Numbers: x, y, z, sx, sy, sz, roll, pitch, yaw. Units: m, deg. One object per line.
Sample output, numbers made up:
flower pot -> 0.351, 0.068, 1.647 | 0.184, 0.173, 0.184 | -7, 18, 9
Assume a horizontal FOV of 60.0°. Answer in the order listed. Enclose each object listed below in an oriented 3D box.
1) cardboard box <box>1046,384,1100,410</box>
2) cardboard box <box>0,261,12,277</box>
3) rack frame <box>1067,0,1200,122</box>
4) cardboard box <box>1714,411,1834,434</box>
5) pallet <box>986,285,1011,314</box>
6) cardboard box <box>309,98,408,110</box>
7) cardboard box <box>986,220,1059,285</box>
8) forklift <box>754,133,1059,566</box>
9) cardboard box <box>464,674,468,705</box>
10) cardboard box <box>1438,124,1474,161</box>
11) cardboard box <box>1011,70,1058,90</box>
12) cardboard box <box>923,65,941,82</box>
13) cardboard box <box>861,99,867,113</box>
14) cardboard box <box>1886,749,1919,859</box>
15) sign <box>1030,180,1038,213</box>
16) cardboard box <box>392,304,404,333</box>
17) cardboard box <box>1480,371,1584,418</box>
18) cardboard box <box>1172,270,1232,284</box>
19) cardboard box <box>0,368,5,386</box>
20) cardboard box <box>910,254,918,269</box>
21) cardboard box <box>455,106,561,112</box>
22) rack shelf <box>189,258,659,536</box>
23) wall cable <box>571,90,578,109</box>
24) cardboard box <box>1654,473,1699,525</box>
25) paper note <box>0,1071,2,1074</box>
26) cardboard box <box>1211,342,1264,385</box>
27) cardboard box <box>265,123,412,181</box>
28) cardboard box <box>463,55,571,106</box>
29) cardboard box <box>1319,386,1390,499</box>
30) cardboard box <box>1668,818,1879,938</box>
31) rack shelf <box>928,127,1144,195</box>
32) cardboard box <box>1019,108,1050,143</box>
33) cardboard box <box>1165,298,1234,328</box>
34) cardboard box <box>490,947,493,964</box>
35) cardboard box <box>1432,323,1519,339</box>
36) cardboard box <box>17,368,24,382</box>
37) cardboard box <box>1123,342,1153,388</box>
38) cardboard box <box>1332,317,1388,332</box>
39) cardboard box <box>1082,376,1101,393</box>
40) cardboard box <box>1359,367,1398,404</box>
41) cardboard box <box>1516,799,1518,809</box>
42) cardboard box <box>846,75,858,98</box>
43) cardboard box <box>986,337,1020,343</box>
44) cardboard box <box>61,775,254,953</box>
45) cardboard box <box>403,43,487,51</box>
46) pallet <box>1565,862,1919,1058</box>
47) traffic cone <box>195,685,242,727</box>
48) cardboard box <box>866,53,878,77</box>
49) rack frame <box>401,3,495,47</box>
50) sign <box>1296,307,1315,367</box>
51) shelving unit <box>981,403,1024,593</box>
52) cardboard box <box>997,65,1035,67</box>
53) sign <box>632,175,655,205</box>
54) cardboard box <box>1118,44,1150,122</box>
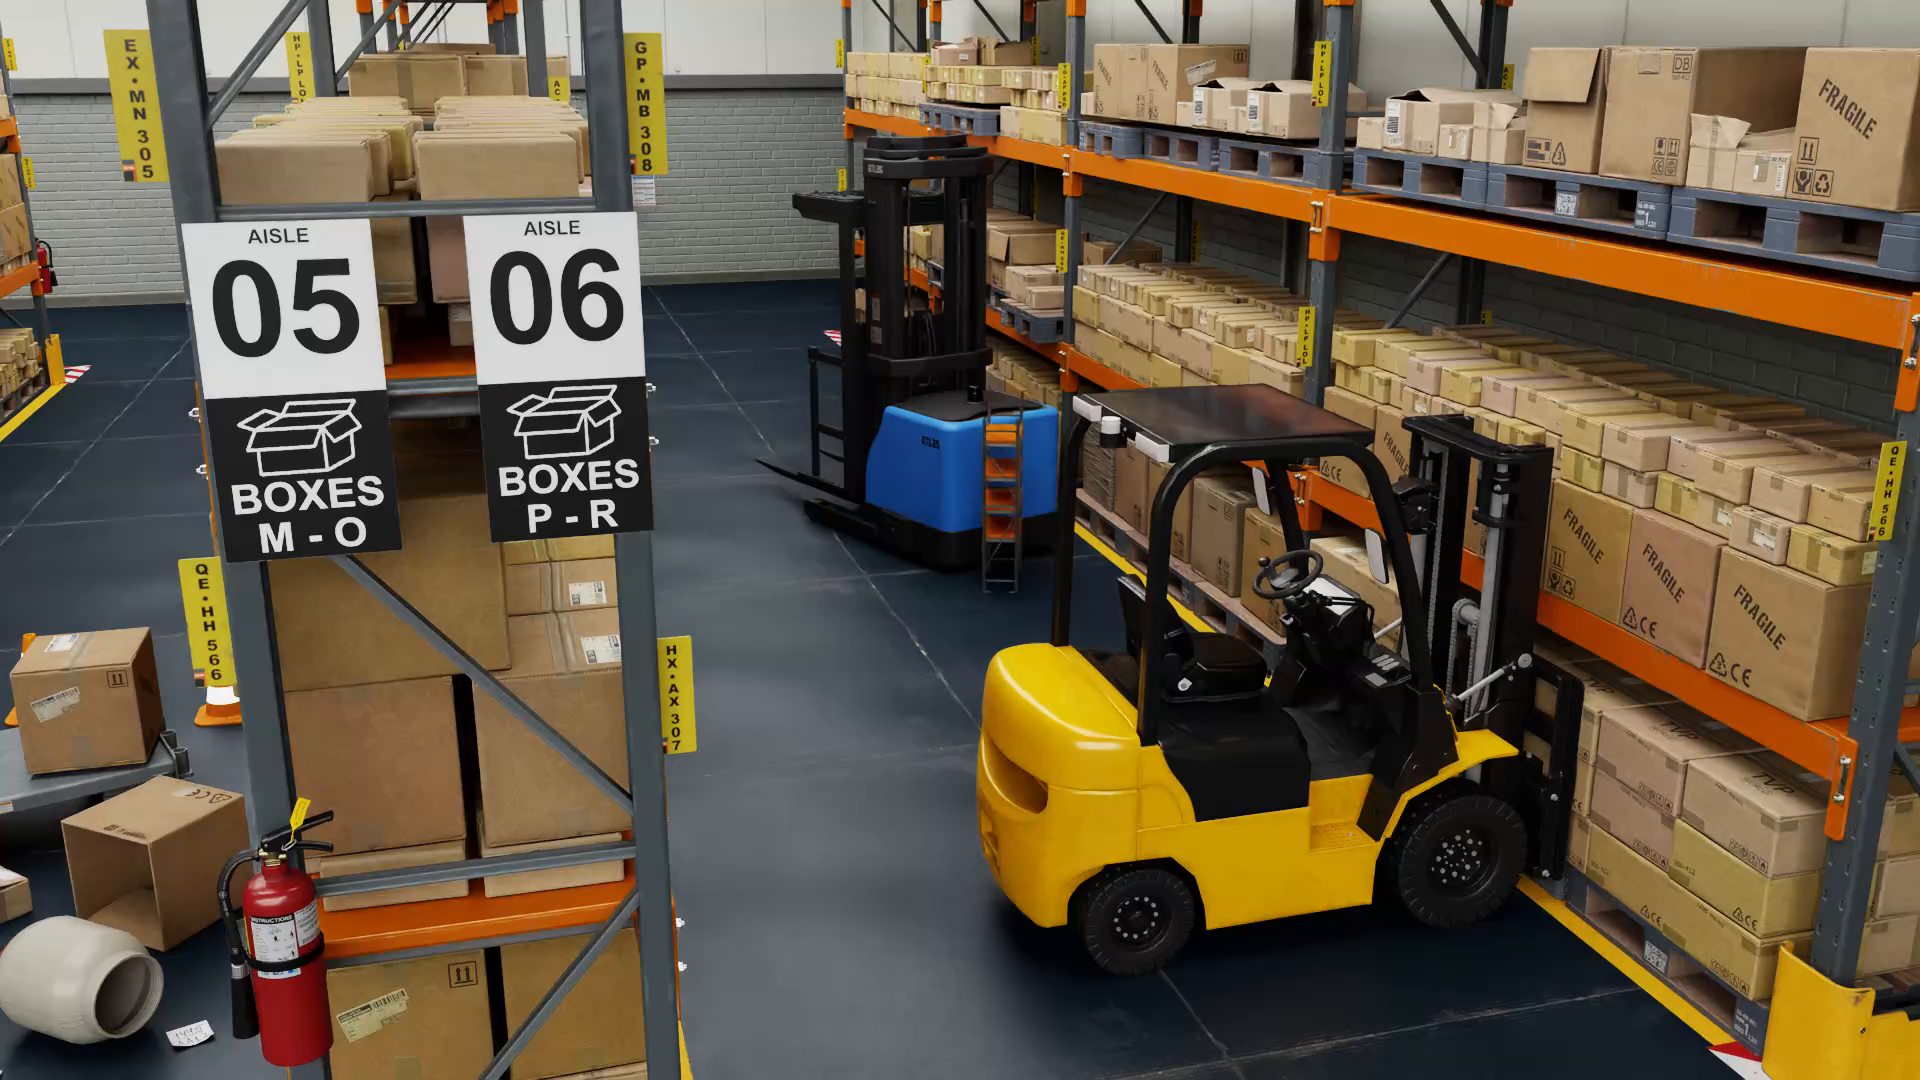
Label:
cardboard box -> 0.922, -1.170, 13.622 | 0.380, 0.149, 0.250 | -6, 18, -18
cardboard box -> -9.831, -2.743, 16.805 | 0.380, 0.149, 0.250 | -4, 17, -14
rack frame -> 1.301, -4.612, 12.165 | 1.000, 3.000, 0.127 | -5, 17, -15
cardboard box -> 3.337, -0.425, 6.833 | 0.380, 0.149, 0.250 | -4, 17, -14
pallet -> 0.763, -2.185, 14.845 | 1.003, 0.211, 1.213 | -5, 17, -15
cardboard box -> -2.499, -1.755, 6.917 | 0.380, 0.149, 0.250 | -4, 17, -14
cardboard box -> 0.478, -2.583, 14.933 | 0.700, 0.500, 0.500 | -5, 17, -16
forklift -> -0.558, -1.584, 12.630 | 1.130, 2.935, 3.031 | -12, 21, -35
cardboard box -> -1.953, 0.271, 5.646 | 0.500, 0.500, 0.500 | -5, 17, -16
cardboard box -> 2.443, -1.837, 7.674 | 0.380, 0.149, 0.250 | -4, 17, -14
cardboard box -> 0.638, -3.798, 13.720 | 0.380, 0.149, 0.250 | -5, 17, -16
cardboard box -> -0.137, -4.436, 15.808 | 0.380, 0.149, 0.250 | -4, 17, -14
cardboard box -> -0.912, -4.942, 18.913 | 0.380, 0.149, 0.250 | -4, 17, -14
cardboard box -> 3.550, 0.963, 6.345 | 0.500, 0.250, 0.500 | -5, 17, -16
sign -> 0.735, -3.445, 16.694 | 0.100, 0.325, 0.005 | -5, 17, -15
cardboard box -> -1.779, -0.668, 4.685 | 0.380, 0.149, 0.250 | -4, 17, -14
cardboard box -> 2.633, -0.672, 7.657 | 0.380, 0.149, 0.250 | -5, 17, -15
cardboard box -> 1.777, -1.884, 12.208 | 0.380, 0.149, 0.250 | -5, 17, -15
cardboard box -> -9.527, -1.562, 16.146 | 0.380, 0.149, 0.250 | -5, 17, -15
cardboard box -> -0.315, -2.934, 17.442 | 0.380, 0.149, 0.250 | -4, 17, -14
cardboard box -> -1.653, -1.514, 6.113 | 0.380, 0.149, 0.250 | -4, 17, -15
rack shelf -> -1.821, -0.778, 5.865 | 1.077, 0.370, 4.000 | -5, 17, -15
wall cable -> -5.880, -5.718, 24.509 | 0.588, 1.984, 0.122 | -5, 17, -15
cardboard box -> 2.967, -0.173, 6.513 | 0.380, 0.149, 0.250 | -5, 17, -16
paper note -> -3.534, 1.944, 5.948 | 0.148, 0.019, 0.142 | 1, 17, 4
cardboard box -> 1.872, -1.058, 10.151 | 0.500, 0.250, 0.500 | -5, 17, -17
cardboard box -> -1.790, -1.119, 4.800 | 0.380, 0.149, 0.250 | -5, 17, -15
cardboard box -> -2.293, -2.375, 8.592 | 0.500, 0.250, 0.500 | -5, 17, -16
cardboard box -> 2.272, -0.537, 8.853 | 0.500, 0.500, 0.500 | -5, 17, -17
cardboard box -> 3.066, 1.240, 6.290 | 0.500, 0.250, 0.500 | -5, 17, -16
rack shelf -> 0.752, -3.385, 14.542 | 1.077, 0.370, 4.000 | -5, 17, -15
cardboard box -> 0.788, -3.366, 13.490 | 0.500, 0.250, 0.500 | -5, 17, -15
cardboard box -> 1.566, -1.487, 10.886 | 0.380, 0.149, 0.250 | -5, 17, -17
cardboard box -> -1.889, 1.279, 5.727 | 0.500, 0.500, 0.500 | -4, 17, -13
cardboard box -> 2.779, -1.069, 8.980 | 0.380, 0.149, 0.250 | -5, 17, -15
cardboard box -> -9.897, -1.703, 17.133 | 0.380, 0.149, 0.250 | -5, 17, -16
cardboard box -> 1.470, -1.244, 11.640 | 0.500, 0.250, 0.500 | -5, 18, -17
cardboard box -> 2.419, -1.253, 10.108 | 0.380, 0.149, 0.250 | -5, 17, -15
cardboard box -> 1.265, -1.361, 14.256 | 0.380, 0.149, 0.250 | -4, 17, -15
cardboard box -> 2.308, -0.811, 8.636 | 0.380, 0.149, 0.250 | -4, 17, -14
cardboard box -> 2.646, 1.065, 7.742 | 0.500, 0.250, 0.500 | -4, 17, -13
cardboard box -> -1.038, -5.315, 19.462 | 0.500, 0.250, 0.500 | -5, 17, -16
cardboard box -> 0.365, -1.825, 15.800 | 0.380, 0.149, 0.250 | -5, 17, -16
cardboard box -> -3.385, 1.361, 7.049 | 0.500, 0.500, 0.500 | 7, 18, 23
cardboard box -> -4.971, -4.558, 16.114 | 0.797, 0.503, 0.637 | -3, 17, -11
pallet -> 3.250, 1.601, 6.756 | 1.003, 0.211, 1.213 | -5, 17, -15
traffic cone -> -4.058, 0.743, 9.173 | 0.336, 0.463, 0.334 | -5, 17, -15
cardboard box -> -0.744, -5.276, 18.463 | 0.500, 0.250, 0.500 | -5, 17, -16
rack frame -> -5.669, -6.432, 18.222 | 1.000, 3.000, 0.127 | -5, 17, -15
sign -> 1.882, -1.104, 9.038 | 0.100, 0.325, 0.005 | -5, 17, -15
shelving unit -> 0.292, -0.290, 11.332 | 0.258, 1.200, 0.503 | 1, 17, 5
cardboard box -> 0.566, -4.342, 15.494 | 0.380, 0.149, 0.250 | -5, 17, -16
sign -> -4.763, -5.293, 25.024 | 0.329, 0.494, 0.001 | -5, 17, -15
cardboard box -> 1.501, -3.121, 11.338 | 0.700, 0.500, 0.500 | -5, 17, -16
